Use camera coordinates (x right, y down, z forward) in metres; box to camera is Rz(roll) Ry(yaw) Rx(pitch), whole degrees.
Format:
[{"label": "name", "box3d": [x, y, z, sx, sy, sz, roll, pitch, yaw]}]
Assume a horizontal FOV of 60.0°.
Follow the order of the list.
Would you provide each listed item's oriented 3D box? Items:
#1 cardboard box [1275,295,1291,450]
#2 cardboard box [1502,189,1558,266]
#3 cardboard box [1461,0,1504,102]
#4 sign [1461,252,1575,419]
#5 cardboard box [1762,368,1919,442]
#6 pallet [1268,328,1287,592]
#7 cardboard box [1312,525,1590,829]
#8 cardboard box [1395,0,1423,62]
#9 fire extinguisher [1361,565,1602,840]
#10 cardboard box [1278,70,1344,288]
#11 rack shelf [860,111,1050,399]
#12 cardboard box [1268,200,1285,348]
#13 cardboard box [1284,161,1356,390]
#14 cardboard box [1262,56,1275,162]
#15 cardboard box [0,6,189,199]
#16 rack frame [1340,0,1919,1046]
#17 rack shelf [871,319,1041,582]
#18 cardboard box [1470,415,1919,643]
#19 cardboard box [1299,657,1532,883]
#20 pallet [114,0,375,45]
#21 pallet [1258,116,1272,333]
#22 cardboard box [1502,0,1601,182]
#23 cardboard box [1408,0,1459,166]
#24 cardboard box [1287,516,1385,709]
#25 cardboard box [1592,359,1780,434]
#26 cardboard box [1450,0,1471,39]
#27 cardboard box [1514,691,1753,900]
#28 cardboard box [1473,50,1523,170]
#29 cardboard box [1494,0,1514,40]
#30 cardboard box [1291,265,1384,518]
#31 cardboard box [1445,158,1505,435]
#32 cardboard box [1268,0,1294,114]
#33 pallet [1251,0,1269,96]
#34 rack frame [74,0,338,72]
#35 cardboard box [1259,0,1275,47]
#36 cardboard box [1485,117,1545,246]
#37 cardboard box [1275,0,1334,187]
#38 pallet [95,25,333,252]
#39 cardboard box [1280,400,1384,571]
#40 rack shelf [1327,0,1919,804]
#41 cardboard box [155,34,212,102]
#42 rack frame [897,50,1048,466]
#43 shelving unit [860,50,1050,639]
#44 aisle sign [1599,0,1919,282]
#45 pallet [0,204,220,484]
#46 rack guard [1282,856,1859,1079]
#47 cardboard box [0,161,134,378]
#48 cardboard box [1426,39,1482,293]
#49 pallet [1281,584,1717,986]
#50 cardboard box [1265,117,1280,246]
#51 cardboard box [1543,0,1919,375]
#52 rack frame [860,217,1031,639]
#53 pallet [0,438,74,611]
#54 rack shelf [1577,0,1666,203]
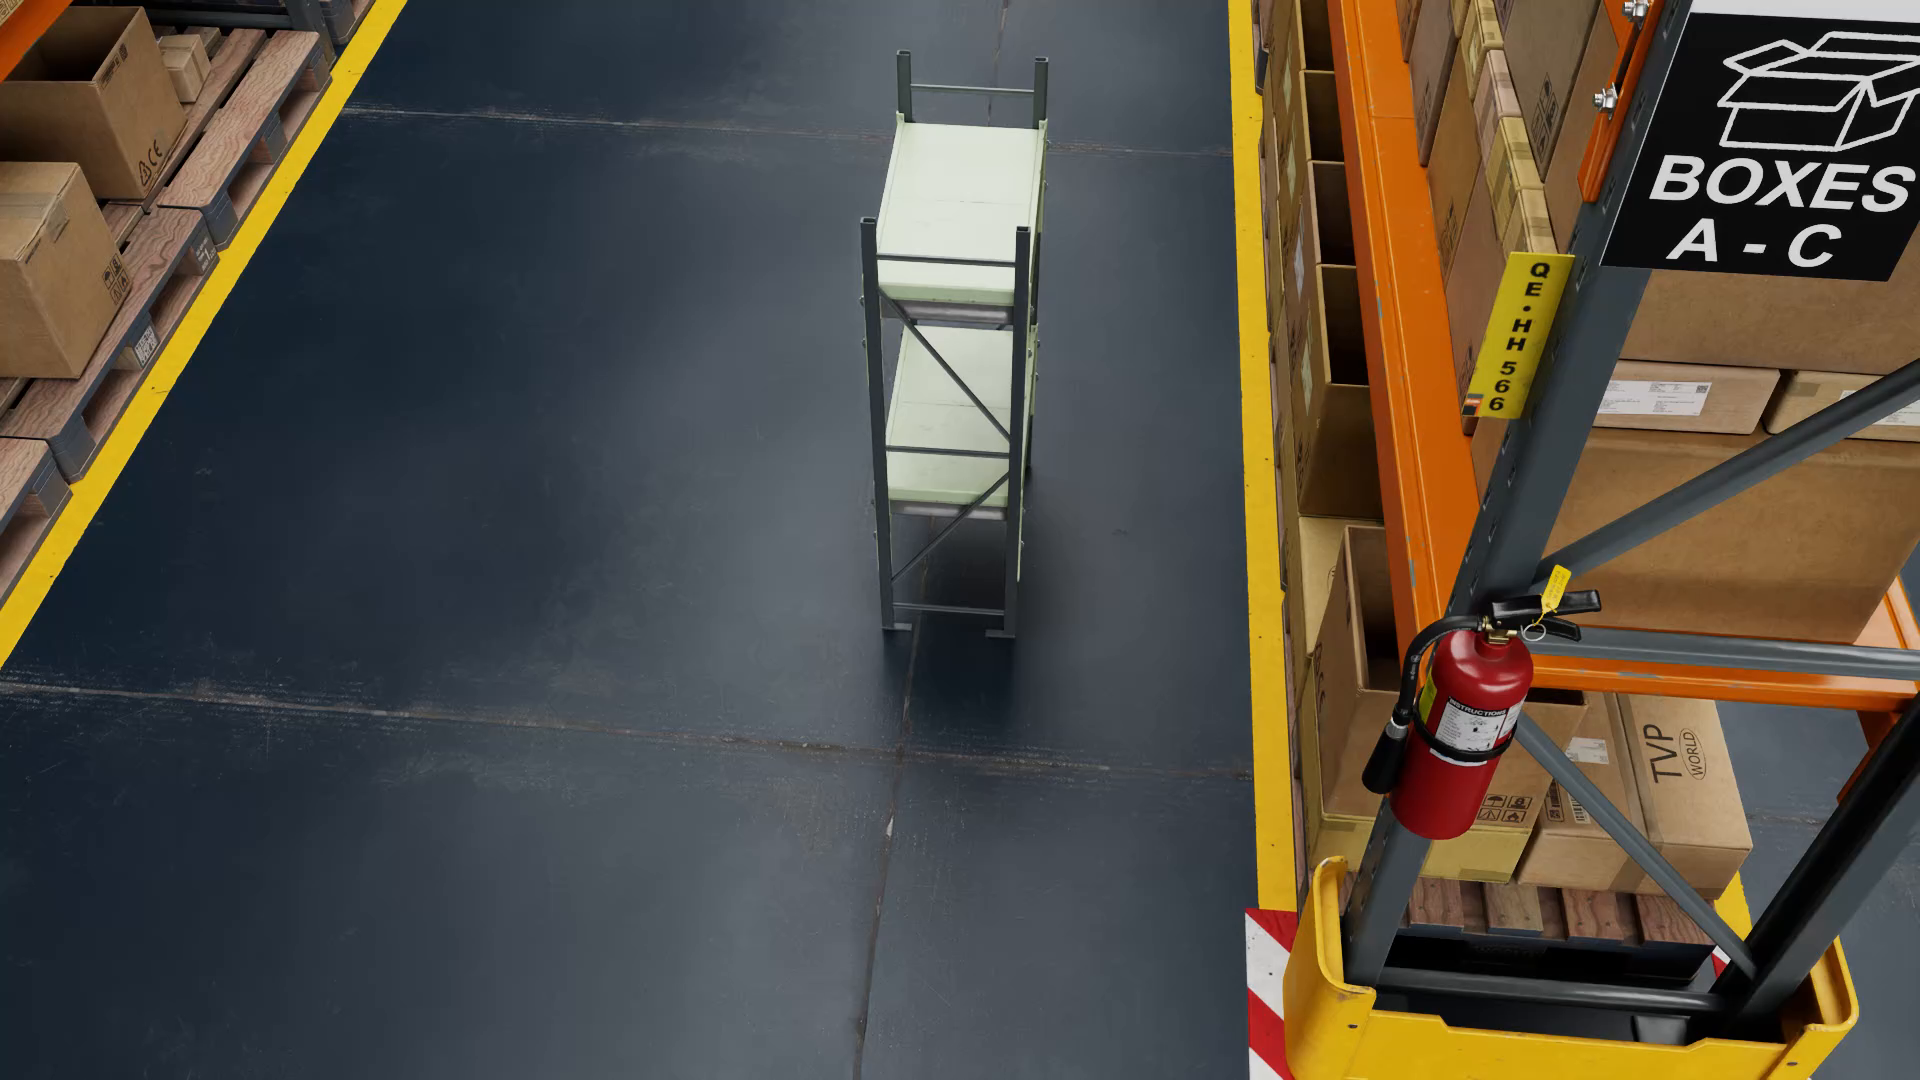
[{"label": "cardboard box", "box3d": [1.275, -0.522, 5.273, 0.500, 0.250, 0.500, 4, 48, 4]}, {"label": "cardboard box", "box3d": [1.263, -0.530, 3.194, 0.380, 0.149, 0.250, 5, 48, 5]}, {"label": "cardboard box", "box3d": [1.335, -1.095, 3.712, 0.380, 0.149, 0.250, 5, 48, 5]}, {"label": "sign", "box3d": [0.856, -0.308, 2.554, 0.100, 0.325, 0.005, 4, 48, 4]}, {"label": "cardboard box", "box3d": [1.646, -0.317, 3.000, 0.380, 0.149, 0.250, 4, 48, 3]}, {"label": "pallet", "box3d": [1.537, -0.309, 5.389, 1.003, 0.211, 1.213, 4, 48, 4]}, {"label": "cardboard box", "box3d": [1.148, 0.328, 3.988, 0.500, 0.500, 0.500, 4, 48, 4]}, {"label": "cardboard box", "box3d": [1.635, -1.681, 4.687, 0.700, 0.500, 0.500, 5, 48, 4]}, {"label": "fire extinguisher", "box3d": [0.922, 0.291, 3.004, 0.296, 0.674, 0.183, 4, 48, 4]}, {"label": "cardboard box", "box3d": [1.315, -1.142, 5.333, 0.500, 0.500, 0.500, 4, 48, 4]}, {"label": "rack shelf", "box3d": [-0.001, -0.765, 4.404, 0.431, 0.370, 0.720, 4, 48, 4]}, {"label": "cardboard box", "box3d": [1.314, -0.889, 5.609, 0.500, 0.250, 0.500, 4, 48, 4]}, {"label": "cardboard box", "box3d": [1.271, -0.775, 4.997, 0.500, 0.500, 0.500, 4, 48, 4]}, {"label": "cardboard box", "box3d": [1.416, -1.624, 6.281, 0.500, 0.250, 0.500, 4, 48, 4]}, {"label": "cardboard box", "box3d": [-3.228, -1.600, 6.077, 0.500, 0.500, 0.500, 1, 48, 1]}, {"label": "rack frame", "box3d": [1.395, 0.209, 3.026, 1.000, 3.000, 0.127, 4, 48, 4]}, {"label": "rack shelf", "box3d": [-0.001, -0.281, 4.933, 0.431, 0.370, 0.720, 4, 48, 4]}, {"label": "cardboard box", "box3d": [1.451, -0.167, 3.302, 0.700, 0.500, 0.500, 4, 48, 4]}, {"label": "cardboard box", "box3d": [1.150, 0.581, 4.264, 0.500, 0.250, 0.500, 4, 48, 4]}, {"label": "pallet", "box3d": [-3.104, -2.692, 7.569, 1.003, 0.211, 1.213, 4, 48, 4]}, {"label": "pallet", "box3d": [1.646, -1.208, 6.211, 1.003, 0.211, 1.213, 4, 48, 4]}, {"label": "cardboard box", "box3d": [1.498, -1.030, 3.213, 0.700, 0.500, 0.500, 3, 48, 3]}, {"label": "cardboard box", "box3d": [1.589, -1.305, 4.343, 0.700, 0.500, 0.500, 5, 48, 5]}, {"label": "cardboard box", "box3d": [1.184, 0.213, 4.601, 0.500, 0.250, 0.500, 4, 48, 4]}, {"label": "cardboard box", "box3d": [1.240, -0.337, 3.018, 0.380, 0.149, 0.250, 3, 48, 3]}, {"label": "cardboard box", "box3d": [1.357, -1.289, 3.889, 0.380, 0.149, 0.250, 5, 48, 5]}, {"label": "cardboard box", "box3d": [1.666, 0.616, 4.232, 0.500, 0.250, 0.500, 4, 48, 4]}, {"label": "cardboard box", "box3d": [1.311, -0.902, 3.535, 0.380, 0.149, 0.250, 4, 48, 4]}, {"label": "cardboard box", "box3d": [1.543, -1.401, 3.552, 0.700, 0.500, 0.500, 4, 48, 4]}, {"label": "cardboard box", "box3d": [1.224, -0.408, 4.661, 0.500, 0.500, 0.500, 4, 48, 4]}, {"label": "cardboard box", "box3d": [1.494, -0.553, 3.655, 0.700, 0.500, 0.500, 5, 48, 5]}, {"label": "cardboard box", "box3d": [1.406, -1.877, 6.005, 0.500, 0.500, 0.500, 4, 48, 4]}, {"label": "pallet", "box3d": [1.788, -2.333, 7.241, 1.003, 0.211, 1.213, 4, 48, 4]}, {"label": "rack frame", "box3d": [-3.173, -3.061, 6.017, 1.000, 3.000, 0.127, 4, 48, 4]}, {"label": "cardboard box", "box3d": [1.509, -2.268, 6.871, 0.500, 0.250, 0.500, 3, 48, 3]}, {"label": "cardboard box", "box3d": [1.286, -0.717, 3.366, 0.380, 0.149, 0.250, 3, 48, 3]}, {"label": "cardboard box", "box3d": [1.368, -1.509, 5.668, 0.500, 0.500, 0.500, 4, 48, 4]}, {"label": "pallet", "box3d": [-3.199, -1.624, 6.592, 1.003, 0.211, 1.213, 4, 48, 4]}, {"label": "cardboard box", "box3d": [1.227, -0.154, 4.937, 0.500, 0.250, 0.500, 4, 48, 4]}, {"label": "rack shelf", "box3d": [1.578, -1.018, 4.636, 1.077, 0.370, 4.000, 4, 48, 4]}, {"label": "cardboard box", "box3d": [-3.192, -1.858, 6.538, 0.380, 0.166, 0.250, -2, 48, -2]}, {"label": "rack frame", "box3d": [0.033, -0.770, 4.938, 0.400, 1.500, 0.023, 4, 48, 4]}, {"label": "shelving unit", "box3d": [-0.001, -0.501, 4.692, 0.431, 1.500, 0.755, 4, 48, 4]}, {"label": "aisle sign", "box3d": [1.097, -0.640, 2.041, 0.394, 0.787, 0.004, 4, 48, 4]}, {"label": "pallet", "box3d": [-3.308, -0.725, 5.770, 1.003, 0.211, 1.213, 4, 48, 4]}, {"label": "rack guard", "box3d": [1.393, 1.070, 3.932, 1.175, 0.500, 0.348, 4, 48, 4]}, {"label": "cardboard box", "box3d": [-3.217, -0.883, 5.421, 0.700, 0.500, 0.500, 1, 48, 1]}, {"label": "cardboard box", "box3d": [1.545, -0.918, 3.989, 0.700, 0.500, 0.500, 4, 48, 4]}, {"label": "pallet", "box3d": [1.423, 0.585, 4.571, 1.003, 0.211, 1.213, 4, 48, 4]}, {"label": "cardboard box", "box3d": [1.365, -1.256, 5.945, 0.500, 0.250, 0.500, 4, 48, 4]}, {"label": "cardboard box", "box3d": [1.455, -0.644, 2.859, 0.700, 0.500, 0.500, 4, 48, 4]}, {"label": "rack frame", "box3d": [-0.034, -0.232, 4.446, 0.400, 1.500, 0.023, 4, 48, 4]}, {"label": "pallet", "box3d": [-3.422, 0.169, 4.952, 1.003, 0.211, 1.213, 4, 48, 4]}, {"label": "rack shelf", "box3d": [1.578, -2.030, 3.529, 1.077, 0.370, 4.000, 4, 48, 4]}]
